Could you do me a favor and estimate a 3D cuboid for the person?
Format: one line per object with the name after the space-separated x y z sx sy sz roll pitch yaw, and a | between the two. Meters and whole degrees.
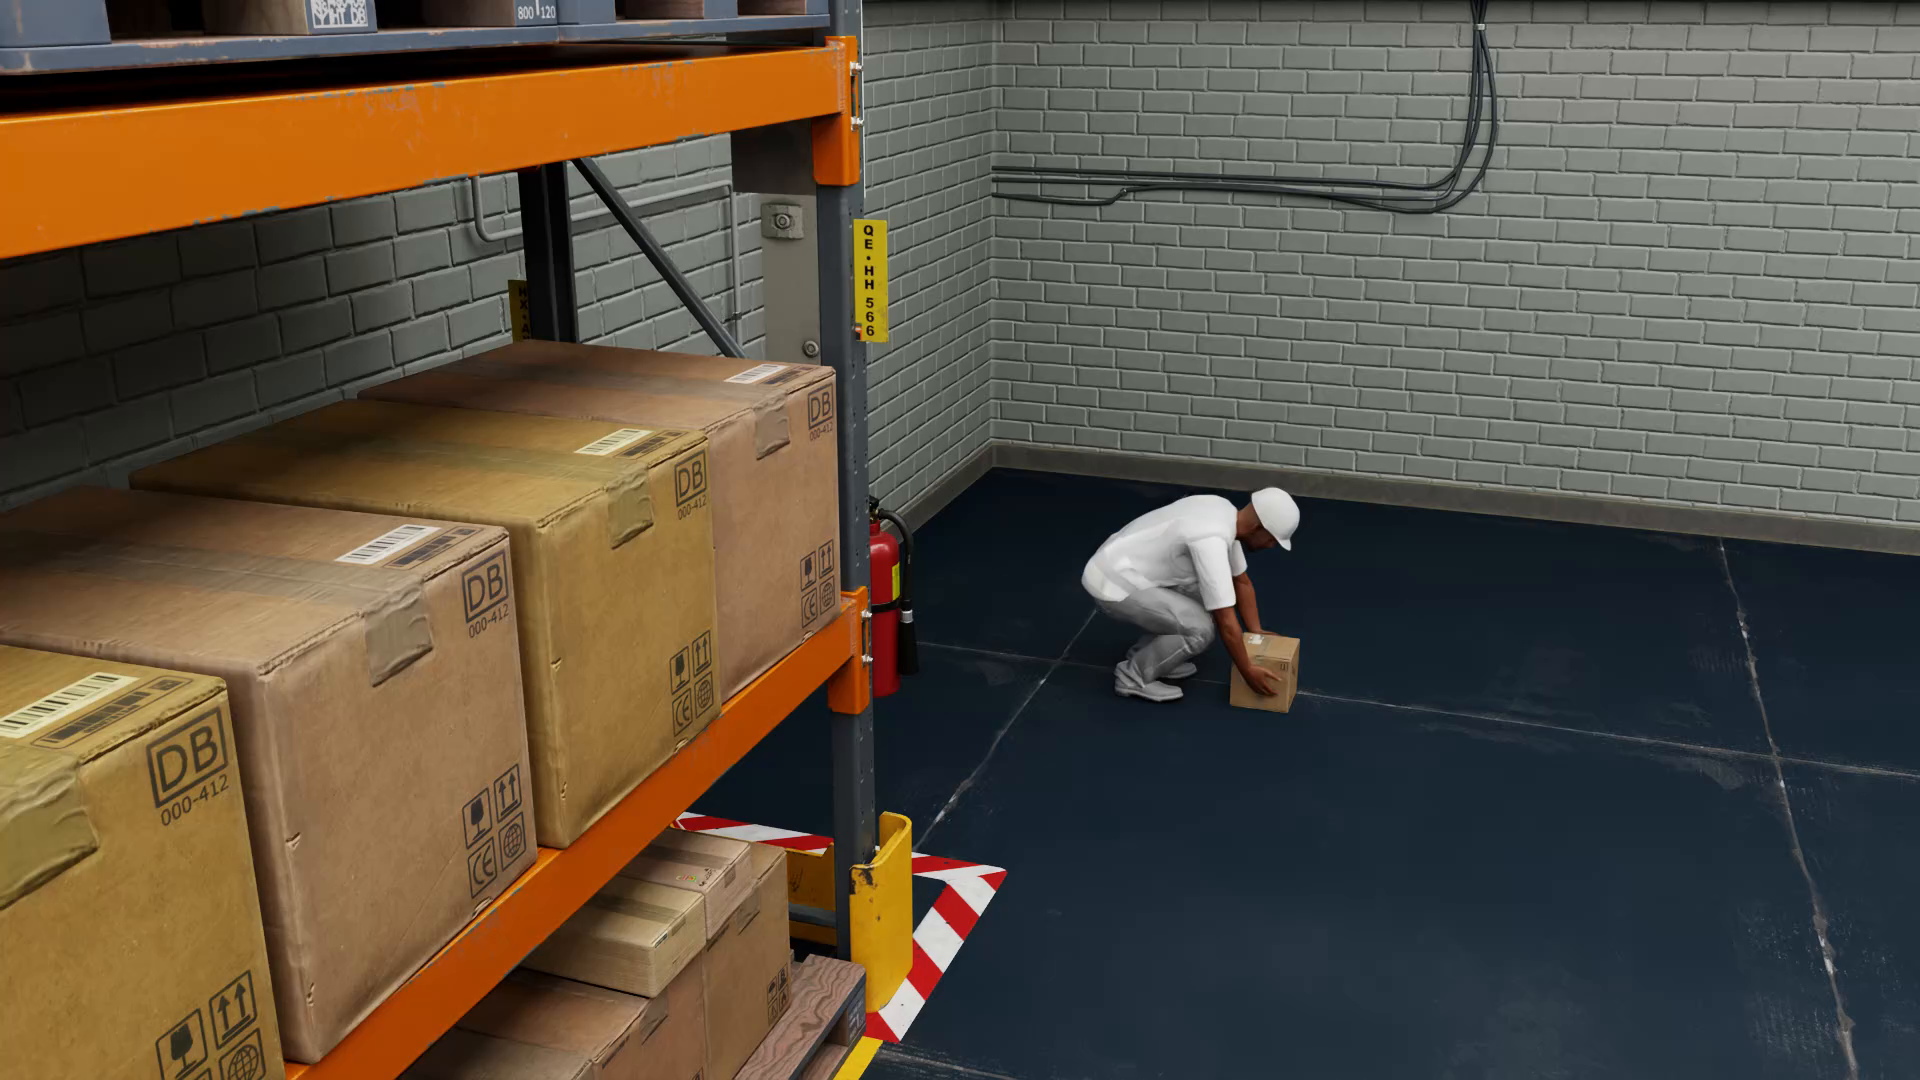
0.998 0.171 7.223 0.899 0.878 0.572 6 20 18 | person
